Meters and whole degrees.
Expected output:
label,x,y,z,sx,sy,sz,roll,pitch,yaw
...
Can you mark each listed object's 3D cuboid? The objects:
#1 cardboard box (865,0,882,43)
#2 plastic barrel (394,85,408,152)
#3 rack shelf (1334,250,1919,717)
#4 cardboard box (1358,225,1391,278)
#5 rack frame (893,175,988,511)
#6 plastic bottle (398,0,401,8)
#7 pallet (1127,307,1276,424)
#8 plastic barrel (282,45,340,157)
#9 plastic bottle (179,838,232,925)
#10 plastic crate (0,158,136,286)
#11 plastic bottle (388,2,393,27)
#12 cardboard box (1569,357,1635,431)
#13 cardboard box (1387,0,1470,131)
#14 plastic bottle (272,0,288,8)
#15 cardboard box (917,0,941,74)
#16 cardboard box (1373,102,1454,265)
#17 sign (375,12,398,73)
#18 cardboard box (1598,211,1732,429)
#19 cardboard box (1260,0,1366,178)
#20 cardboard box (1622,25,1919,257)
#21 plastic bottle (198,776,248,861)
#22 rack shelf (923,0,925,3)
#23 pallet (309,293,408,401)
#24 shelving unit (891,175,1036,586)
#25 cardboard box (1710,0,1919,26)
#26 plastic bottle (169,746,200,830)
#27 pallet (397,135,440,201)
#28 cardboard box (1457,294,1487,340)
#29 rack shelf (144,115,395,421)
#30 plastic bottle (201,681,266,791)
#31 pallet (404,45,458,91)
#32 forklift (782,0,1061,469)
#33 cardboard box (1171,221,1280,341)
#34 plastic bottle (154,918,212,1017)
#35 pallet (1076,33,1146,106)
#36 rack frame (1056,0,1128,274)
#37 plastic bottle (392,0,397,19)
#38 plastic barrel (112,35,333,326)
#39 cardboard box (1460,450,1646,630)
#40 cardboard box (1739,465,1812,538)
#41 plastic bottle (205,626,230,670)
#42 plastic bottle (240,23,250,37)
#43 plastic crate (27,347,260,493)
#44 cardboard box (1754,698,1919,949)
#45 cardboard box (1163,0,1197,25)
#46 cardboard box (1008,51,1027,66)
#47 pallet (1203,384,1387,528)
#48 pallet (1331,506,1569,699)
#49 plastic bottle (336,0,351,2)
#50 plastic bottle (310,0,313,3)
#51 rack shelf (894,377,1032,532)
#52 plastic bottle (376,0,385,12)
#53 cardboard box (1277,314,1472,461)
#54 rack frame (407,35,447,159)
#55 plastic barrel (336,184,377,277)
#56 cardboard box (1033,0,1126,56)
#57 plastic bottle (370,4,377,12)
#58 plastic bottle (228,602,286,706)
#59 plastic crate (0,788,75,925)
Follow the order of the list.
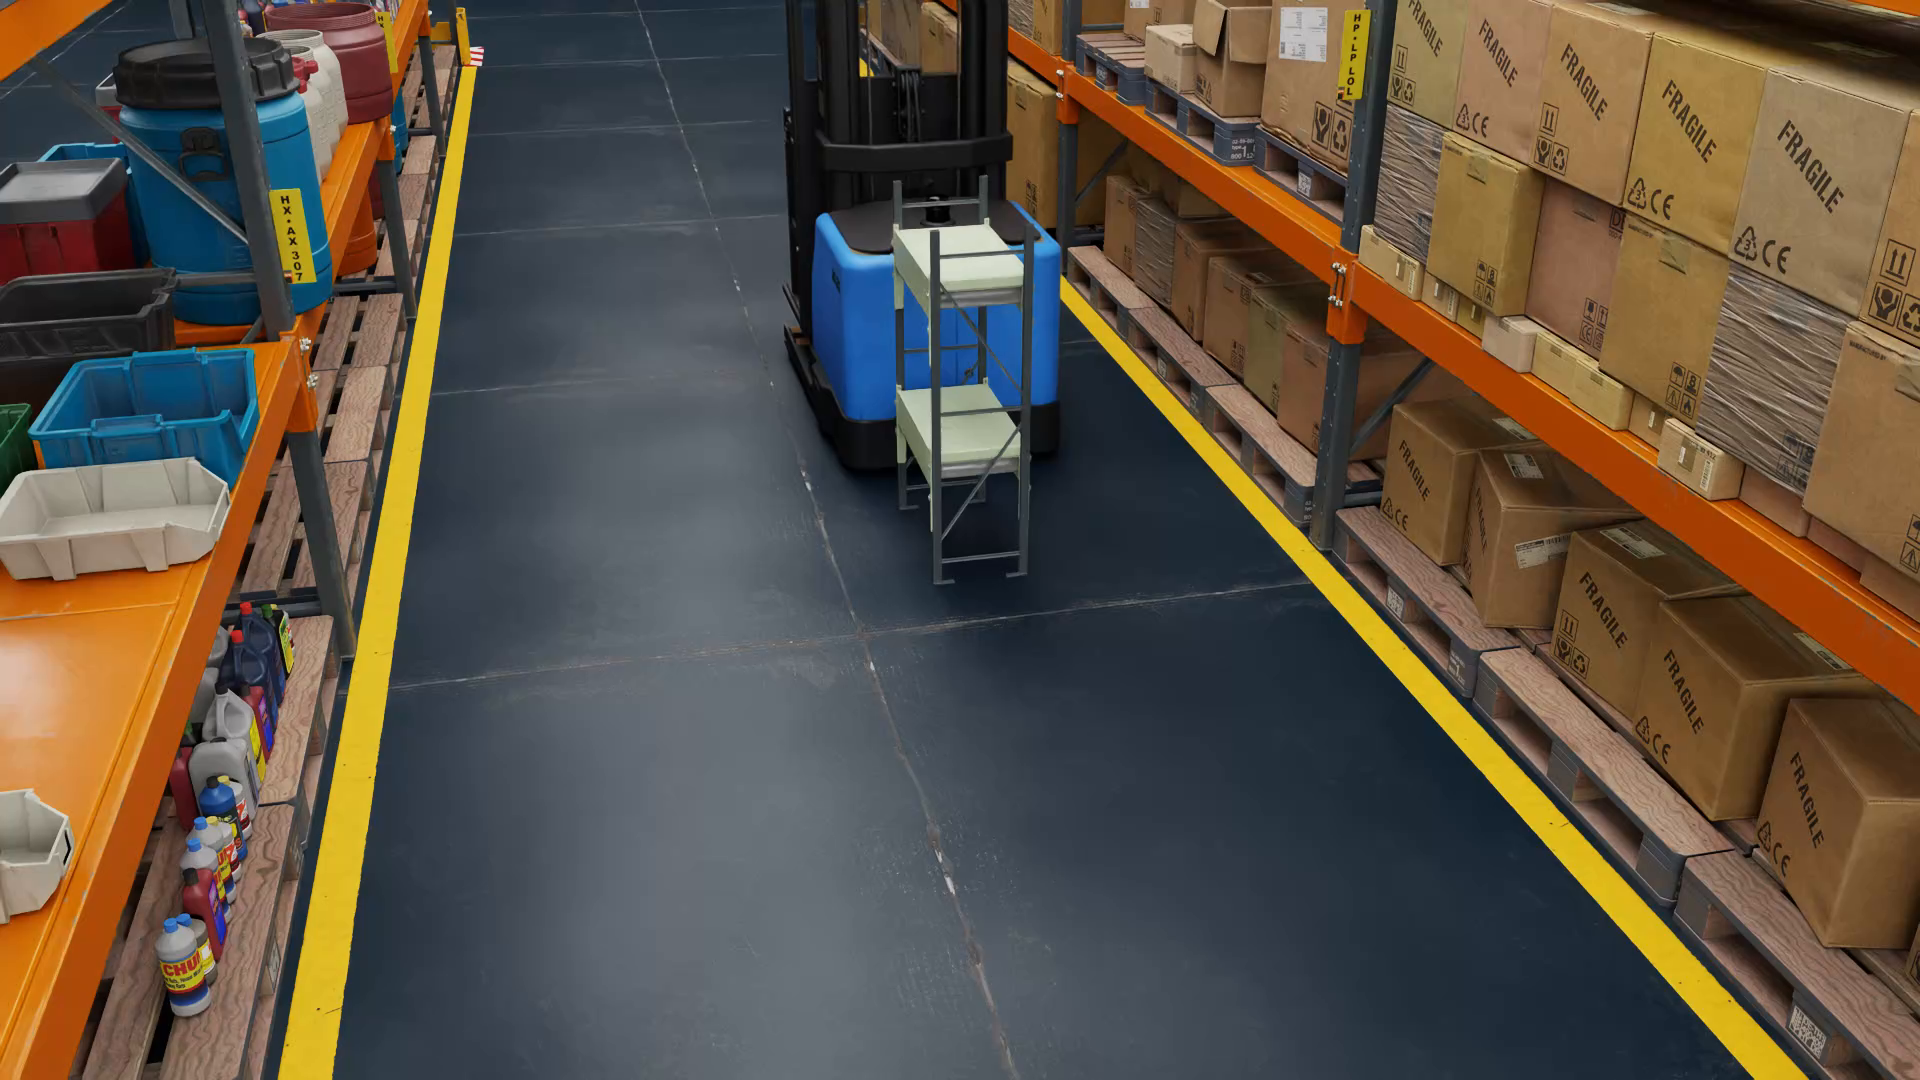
label,x,y,z,sx,sy,sz,roll,pitch,yaw
cardboard box,-0.465,-5.594,16.896,0.875,0.875,0.875,-6,27,-12
plastic barrel,-4.505,-3.379,12.478,0.600,0.901,0.708,-6,27,-12
rack shelf,2.468,-0.161,5.038,1.077,0.370,4.000,-6,27,-12
cardboard box,1.772,-1.123,6.424,0.380,0.149,0.250,-6,27,-12
rack frame,-0.081,-0.827,7.225,0.400,1.500,0.023,-6,27,-12
plastic bottle,-4.085,-3.976,11.854,0.144,0.351,0.185,-6,27,-12
pallet,1.562,-0.993,8.983,1.003,0.211,1.213,-6,27,-12
plastic barrel,-3.175,-2.048,7.854,0.421,0.512,0.421,0,27,0
plastic bottle,-2.089,0.943,4.593,0.097,0.271,0.097,0,27,0
plastic crate,-3.216,-1.067,5.964,0.402,0.464,0.583,-6,27,-12
plastic bottle,-3.876,-3.549,11.173,0.097,0.201,0.097,0,27,0
cardboard box,2.123,-0.465,5.122,0.380,0.149,0.250,-6,27,-12
cardboard box,1.871,-1.760,5.858,0.500,0.500,0.500,-6,27,-12
plastic bottle,-4.434,-3.437,10.873,0.097,0.271,0.097,0,27,0
cardboard box,0.143,-4.409,14.547,0.875,0.875,0.875,-6,27,-12
cardboard box,2.058,-1.333,6.122,0.875,0.500,0.500,-6,27,-12
sign,-3.176,-2.745,9.178,0.100,0.325,0.005,-6,27,-12
cardboard box,2.420,-0.677,4.822,0.875,0.500,0.500,-6,27,-12
cardboard box,1.974,-2.178,7.104,1.000,1.000,1.000,-6,27,-11
cardboard box,2.221,-1.103,4.555,0.500,0.500,0.500,-6,27,-12
plastic bottle,-2.157,0.810,4.856,0.097,0.271,0.097,0,27,0
rack shelf,-0.237,-5.429,15.475,1.077,0.370,4.000,-6,27,-12
pallet,-3.573,-1.024,9.044,1.003,0.211,1.213,-6,27,-12
shelving unit,0.002,-0.667,6.906,0.431,1.500,0.755,-6,27,-12
cardboard box,2.612,-1.375,5.094,0.500,0.500,0.500,-6,27,-12
plastic bottle,-2.337,0.722,5.017,0.061,0.283,0.133,-6,27,-12
pallet,-4.478,-2.781,12.525,1.003,0.211,1.213,-6,27,-12
cardboard box,1.965,-0.796,5.777,0.380,0.149,0.250,-6,27,-12
rack shelf,-3.259,-1.414,7.520,1.077,0.370,4.000,-6,27,-12
plastic bottle,-2.267,0.609,5.166,0.144,0.351,0.185,-6,27,-12
pallet,-5.365,-4.514,15.959,1.003,0.211,1.213,-6,27,-12
forklift,-0.360,-2.282,8.518,1.130,2.935,3.031,-6,27,-12
cardboard box,1.558,-1.414,9.008,0.700,0.500,0.500,-4,27,-7
plastic bottle,-2.012,1.093,4.295,0.097,0.271,0.097,0,27,0
pallet,1.380,-2.728,9.539,1.213,0.211,1.003,-6,27,-12
rack frame,1.116,-3.116,10.094,1.000,3.000,0.127,-6,27,-12
plastic bottle,-3.981,-3.732,11.453,0.152,0.276,0.135,-6,27,-12
plastic barrel,-2.600,-1.281,5.903,0.600,0.901,0.708,-6,27,-12
cardboard box,2.205,-0.001,6.231,0.500,0.500,0.500,2,27,5
cardboard box,2.355,-0.143,4.483,0.380,0.149,0.250,-6,27,-12
plastic bottle,-2.523,0.397,5.585,0.144,0.351,0.185,-6,27,-12
plastic bottle,-4.409,-3.069,10.221,0.097,0.201,0.097,0,27,0
plastic crate,-2.295,-0.332,4.744,0.499,0.251,0.616,-6,27,-12
cardboard box,2.626,0.790,4.664,0.500,0.500,0.500,1,27,2
cardboard box,1.499,-2.880,9.050,0.700,0.500,0.500,-2,27,-4
cardboard box,0.787,-3.052,11.859,1.225,0.875,0.875,-6,27,-11
pallet,1.840,-0.456,7.920,1.003,0.211,1.213,-6,27,-12
pallet,2.203,0.176,6.666,1.003,0.211,1.213,-6,27,-12
plastic bottle,-3.955,-3.418,10.748,0.144,0.351,0.185,-6,27,-12
plastic bottle,-4.678,-3.898,11.865,0.097,0.201,0.097,0,27,0
rack shelf,0.002,-0.376,7.053,0.431,0.370,0.720,-6,27,-12
plastic bottle,-3.805,-3.389,10.773,0.152,0.276,0.135,-6,27,-12
cardboard box,1.900,-0.712,7.617,0.700,0.500,0.500,-8,28,-16
rack frame,-4.611,-4.369,12.577,1.000,3.000,0.127,-6,27,-12
plastic barrel,-3.837,-2.044,9.914,0.600,0.830,0.708,-6,27,-12
cardboard box,0.763,-3.352,10.451,0.500,0.500,0.500,-5,27,-10
plastic bottle,-3.700,-3.238,10.478,0.097,0.271,0.097,0,27,0
plastic bottle,-2.383,0.383,5.614,0.144,0.351,0.185,-7,28,-13
plastic crate,-1.795,0.591,3.042,0.298,0.136,0.250,-6,27,-12
